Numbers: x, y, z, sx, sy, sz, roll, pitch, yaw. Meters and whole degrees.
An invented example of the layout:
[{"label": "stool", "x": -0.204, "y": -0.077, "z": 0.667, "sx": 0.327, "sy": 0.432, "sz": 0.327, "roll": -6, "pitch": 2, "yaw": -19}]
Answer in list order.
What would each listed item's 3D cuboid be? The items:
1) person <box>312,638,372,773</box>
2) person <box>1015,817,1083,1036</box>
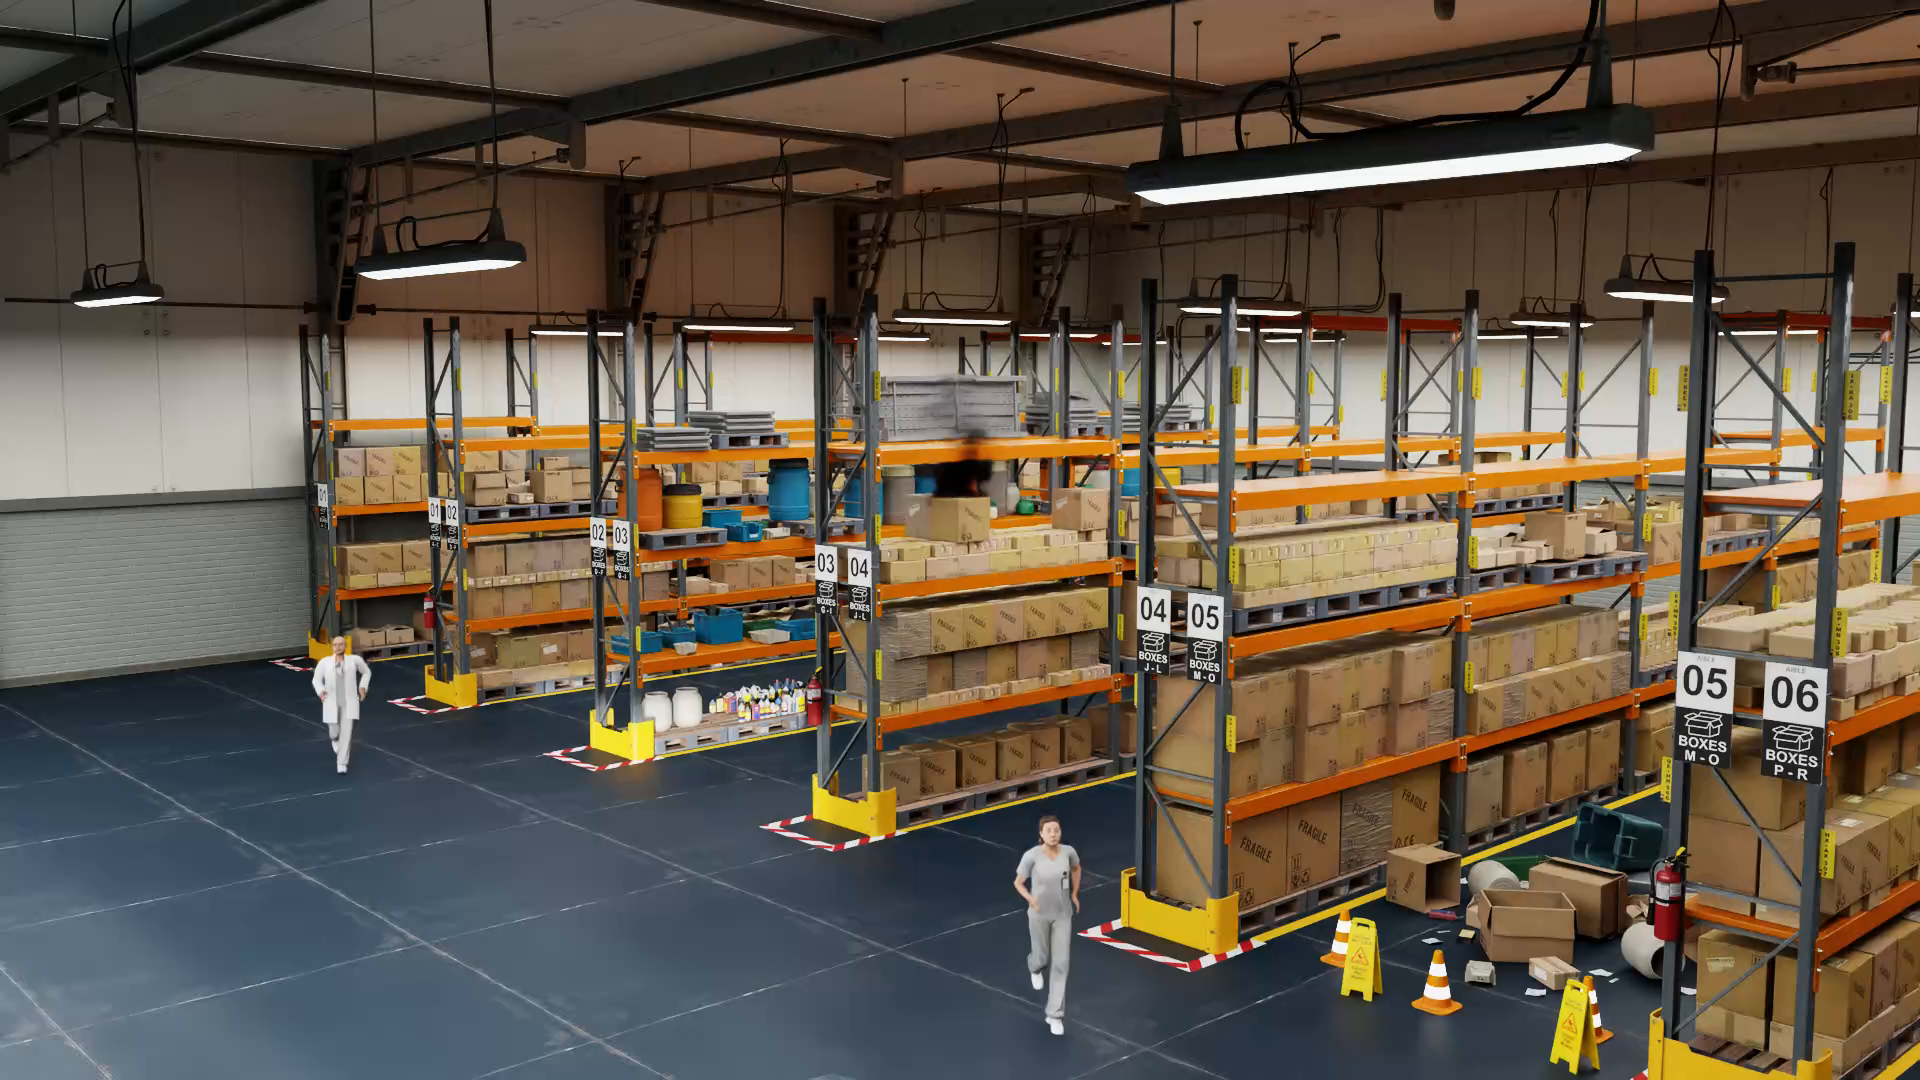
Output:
[{"label": "person", "x": -8.029, "y": 2.230, "z": 21.630, "sx": 0.725, "sy": 1.547, "sz": 0.829, "roll": -2, "pitch": 6, "yaw": -17}, {"label": "person", "x": 0.721, "y": 3.019, "z": 13.263, "sx": 0.569, "sy": 1.653, "sz": 0.831, "roll": -1, "pitch": 6, "yaw": -8}]
